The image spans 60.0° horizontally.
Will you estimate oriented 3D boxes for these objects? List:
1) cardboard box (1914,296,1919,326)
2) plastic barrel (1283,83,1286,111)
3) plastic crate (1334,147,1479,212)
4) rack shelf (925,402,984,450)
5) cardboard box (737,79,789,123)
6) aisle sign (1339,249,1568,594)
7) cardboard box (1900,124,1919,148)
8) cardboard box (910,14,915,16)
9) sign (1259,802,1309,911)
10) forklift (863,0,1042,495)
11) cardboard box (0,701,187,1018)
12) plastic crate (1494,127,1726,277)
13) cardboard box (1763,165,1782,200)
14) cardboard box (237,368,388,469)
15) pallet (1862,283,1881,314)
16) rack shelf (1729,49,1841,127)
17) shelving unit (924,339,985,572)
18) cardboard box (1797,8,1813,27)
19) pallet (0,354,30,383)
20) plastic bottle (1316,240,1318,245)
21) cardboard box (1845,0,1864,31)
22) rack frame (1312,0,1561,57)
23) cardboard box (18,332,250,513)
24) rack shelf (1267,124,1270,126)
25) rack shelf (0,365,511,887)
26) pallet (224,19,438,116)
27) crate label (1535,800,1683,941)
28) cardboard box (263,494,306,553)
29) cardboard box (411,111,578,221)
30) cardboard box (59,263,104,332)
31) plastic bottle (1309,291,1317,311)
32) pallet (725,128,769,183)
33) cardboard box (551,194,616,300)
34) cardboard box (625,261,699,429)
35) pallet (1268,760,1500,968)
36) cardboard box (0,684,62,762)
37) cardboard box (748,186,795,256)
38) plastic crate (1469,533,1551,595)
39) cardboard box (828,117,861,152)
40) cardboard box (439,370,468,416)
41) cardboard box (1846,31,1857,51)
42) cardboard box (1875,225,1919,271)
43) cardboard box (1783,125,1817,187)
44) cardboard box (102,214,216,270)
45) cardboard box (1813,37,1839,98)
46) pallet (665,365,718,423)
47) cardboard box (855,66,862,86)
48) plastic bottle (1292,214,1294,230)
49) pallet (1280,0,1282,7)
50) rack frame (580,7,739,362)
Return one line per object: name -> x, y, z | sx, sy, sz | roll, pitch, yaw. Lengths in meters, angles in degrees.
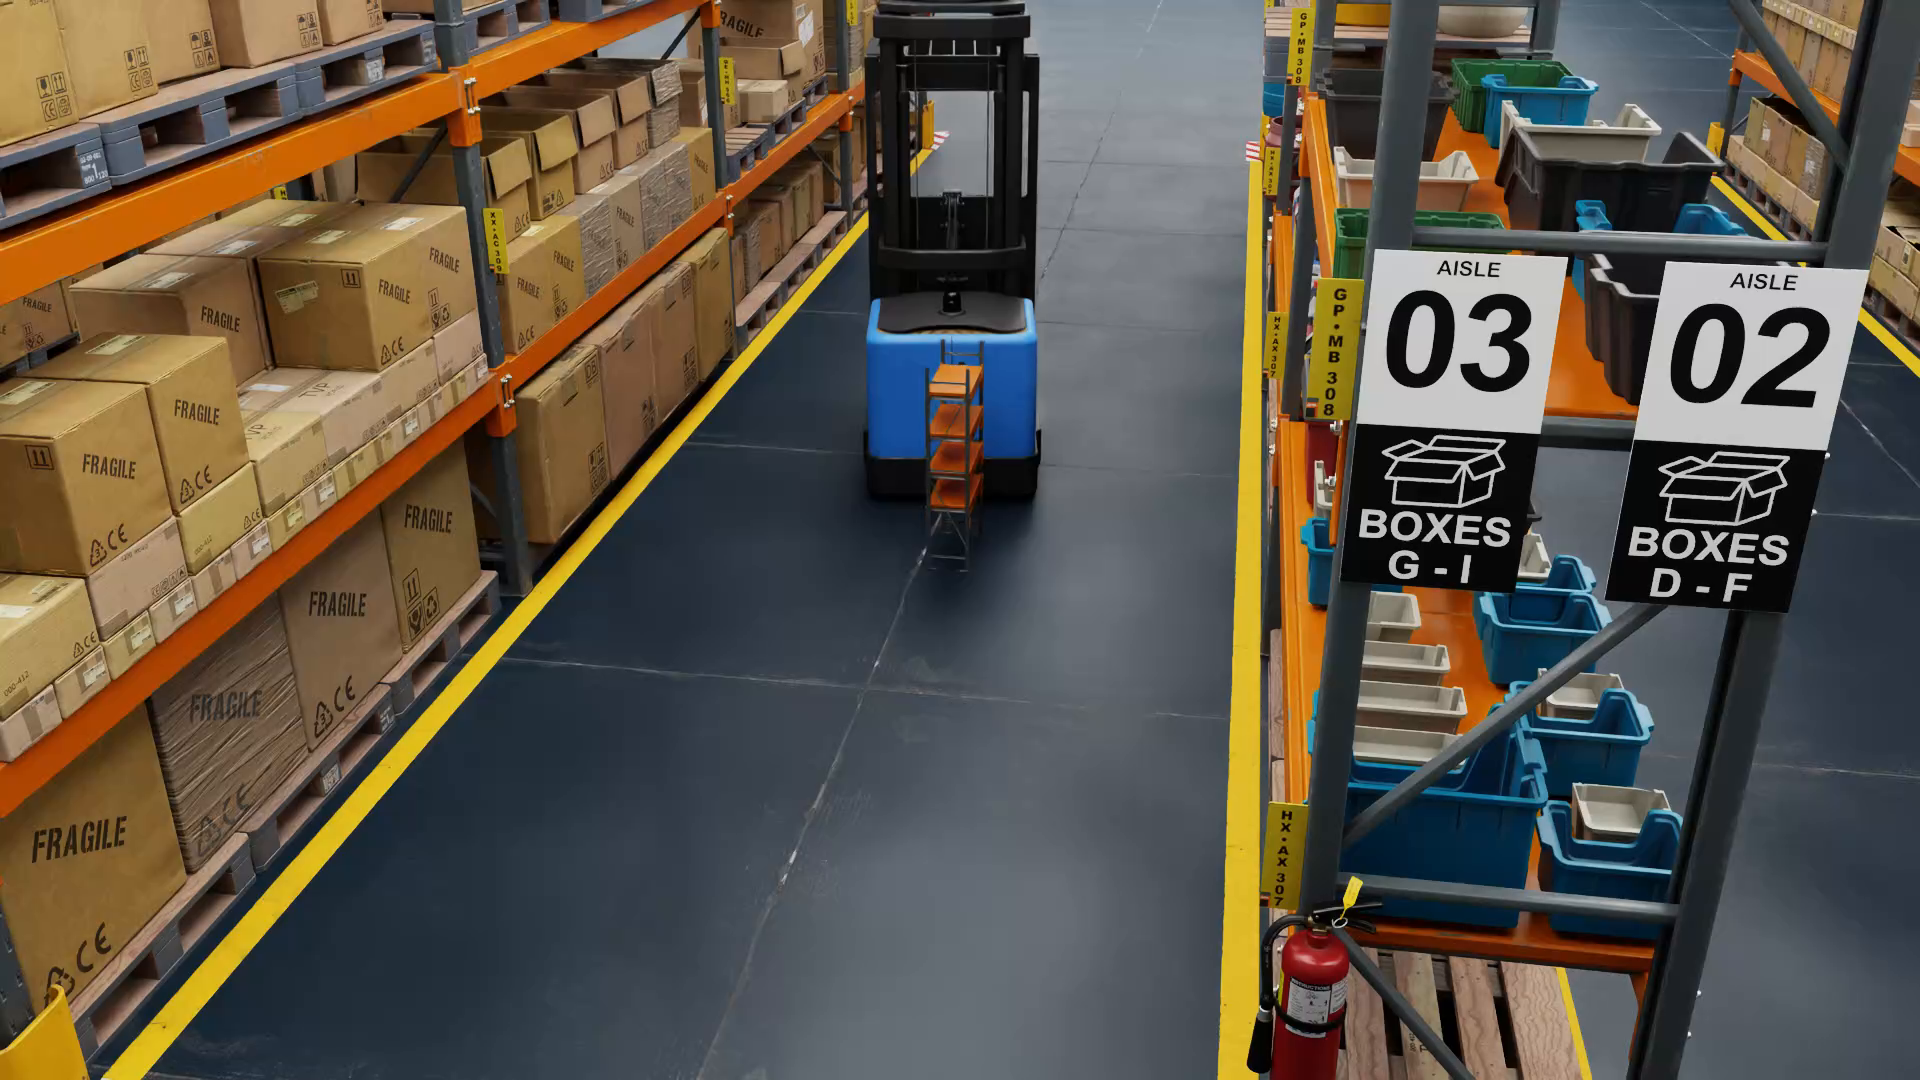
cardboard box -> 7.583, -1.688, 12.567 | 0.500, 0.250, 0.500 | 5, 25, 10
plastic barrel -> 2.966, -3.775, 14.116 | 0.433, 0.535, 0.433 | 0, 25, 0
plastic crate -> 1.471, -1.200, 5.548 | 0.437, 0.136, 0.530 | 4, 25, 9
rack shelf -> -0.027, -0.616, 9.281 | 0.258, 0.148, 0.480 | 4, 25, 9
cardboard box -> -1.700, -3.576, 13.533 | 0.500, 0.250, 0.500 | 3, 25, 7
aisle sign -> 1.077, -0.247, 3.673 | 0.394, 0.787, 0.004 | 4, 25, 9
cardboard box -> 7.879, -3.283, 13.523 | 0.380, 0.149, 0.250 | 4, 25, 9
cardboard box -> -0.974, -5.849, 18.239 | 0.875, 0.500, 0.500 | 4, 25, 9
sign -> 0.833, 0.815, 4.278 | 0.100, 0.325, 0.005 | 4, 25, 9
forklift -> -0.050, -2.181, 10.953 | 1.130, 2.935, 3.031 | 0, 25, 0
cardboard box -> -3.483, 1.076, 5.924 | 0.875, 0.875, 0.875 | 4, 25, 9
plastic crate -> 1.899, -1.030, 4.947 | 0.504, 0.338, 0.767 | 4, 25, 9
cardboard box -> 8.325, -3.535, 16.513 | 0.500, 0.250, 0.500 | 4, 25, 9
cardboard box -> -2.833, -0.530, 7.169 | 0.500, 0.250, 0.500 | 5, 25, 10
pallet -> 8.143, -2.180, 14.158 | 1.003, 0.211, 1.213 | 4, 25, 9
rack shelf -> 8.552, -4.264, 16.171 | 1.077, 0.370, 4.000 | 4, 25, 9
shelving unit -> -0.027, -0.474, 9.348 | 0.258, 1.200, 0.503 | 4, 25, 9
cardboard box -> 8.394, -5.078, 16.177 | 0.380, 0.149, 0.250 | 4, 25, 8
pallet -> -7.409, -1.056, 11.757 | 1.003, 0.211, 1.213 | 4, 25, 9
plastic bottle -> 2.069, -1.631, 9.842 | 0.152, 0.276, 0.135 | 4, 25, 9
cardboard box -> 8.373, -4.784, 14.784 | 0.700, 0.500, 0.500 | 4, 25, 8
rack frame -> 2.032, -3.470, 6.548 | 1.000, 3.000, 0.127 | 4, 25, 9
cardboard box -> -3.003, -0.437, 6.088 | 0.500, 0.500, 0.500 | 3, 25, 7
rack shelf -> 3.666, -4.609, 16.907 | 1.077, 0.370, 4.000 | 4, 25, 9
rack shelf -> -3.182, 0.067, 6.918 | 1.077, 0.370, 4.000 | 4, 25, 9
pallet -> -2.999, -2.073, 7.206 | 1.003, 0.211, 1.213 | 4, 25, 9
crate label -> 1.743, 0.889, 4.440 | 0.416, 0.233, 0.303 | 4, 25, 9
cardboard box -> -2.875, -0.078, 6.675 | 0.380, 0.149, 0.250 | 3, 25, 7
cardboard box -> -2.635, -2.149, 9.502 | 0.797, 0.503, 0.637 | 4, 25, 9
cardboard box -> -6.927, -1.919, 12.765 | 0.500, 0.500, 0.500 | 4, 25, 8
plastic bottle -> 1.859, -1.137, 8.700 | 0.144, 0.351, 0.185 | 4, 25, 9
pallet -> -2.190, -2.987, 12.820 | 1.213, 0.211, 1.003 | 4, 25, 9
cardboard box -> -2.369, -1.736, 9.802 | 0.500, 0.500, 0.500 | 3, 25, 7
cardboard box -> -2.488, -1.337, 11.079 | 1.225, 0.875, 0.875 | 4, 25, 9
pallet -> 1.753, 1.332, 6.655 | 1.003, 0.211, 1.213 | 4, 25, 9
cardboard box -> -3.125, 0.565, 5.300 | 0.380, 0.149, 0.250 | 4, 25, 9
cardboard box -> -1.856, -2.821, 14.669 | 0.700, 0.500, 0.500 | 2, 25, 4
plastic crate -> 2.044, 0.089, 6.262 | 0.293, 0.136, 0.466 | 4, 25, 9
cardboard box -> -1.332, -4.169, 17.572 | 0.500, 0.500, 0.500 | 2, 25, 4
cardboard box -> -2.623, -0.724, 8.054 | 0.380, 0.149, 0.250 | 5, 25, 10
cardboard box -> 8.141, -4.434, 14.802 | 0.380, 0.149, 0.250 | 3, 25, 7
cardboard box -> 7.742, -2.371, 13.365 | 0.500, 0.311, 0.500 | 3, 25, 7
cardboard box -> 8.257, -3.665, 15.905 | 0.500, 0.500, 0.500 | 4, 25, 9
cardboard box -> -6.890, -2.574, 13.870 | 1.050, 0.750, 0.750 | 4, 25, 8
cardboard box -> 8.457, -4.416, 15.527 | 0.700, 0.500, 0.500 | 4, 25, 9
pallet -> -2.404, -1.181, 12.024 | 1.003, 0.211, 1.213 | 4, 25, 9
cardboard box -> -1.162, -4.501, 16.123 | 0.380, 0.149, 0.250 | 4, 25, 9
plastic bottle -> 2.234, -2.090, 10.910 | 0.097, 0.201, 0.097 | 0, 25, 0
pallet -> 2.464, -3.385, 10.129 | 1.003, 0.211, 1.213 | 4, 25, 9
rack frame -> -2.201, -2.769, 12.127 | 1.000, 3.000, 0.127 | 4, 25, 9
